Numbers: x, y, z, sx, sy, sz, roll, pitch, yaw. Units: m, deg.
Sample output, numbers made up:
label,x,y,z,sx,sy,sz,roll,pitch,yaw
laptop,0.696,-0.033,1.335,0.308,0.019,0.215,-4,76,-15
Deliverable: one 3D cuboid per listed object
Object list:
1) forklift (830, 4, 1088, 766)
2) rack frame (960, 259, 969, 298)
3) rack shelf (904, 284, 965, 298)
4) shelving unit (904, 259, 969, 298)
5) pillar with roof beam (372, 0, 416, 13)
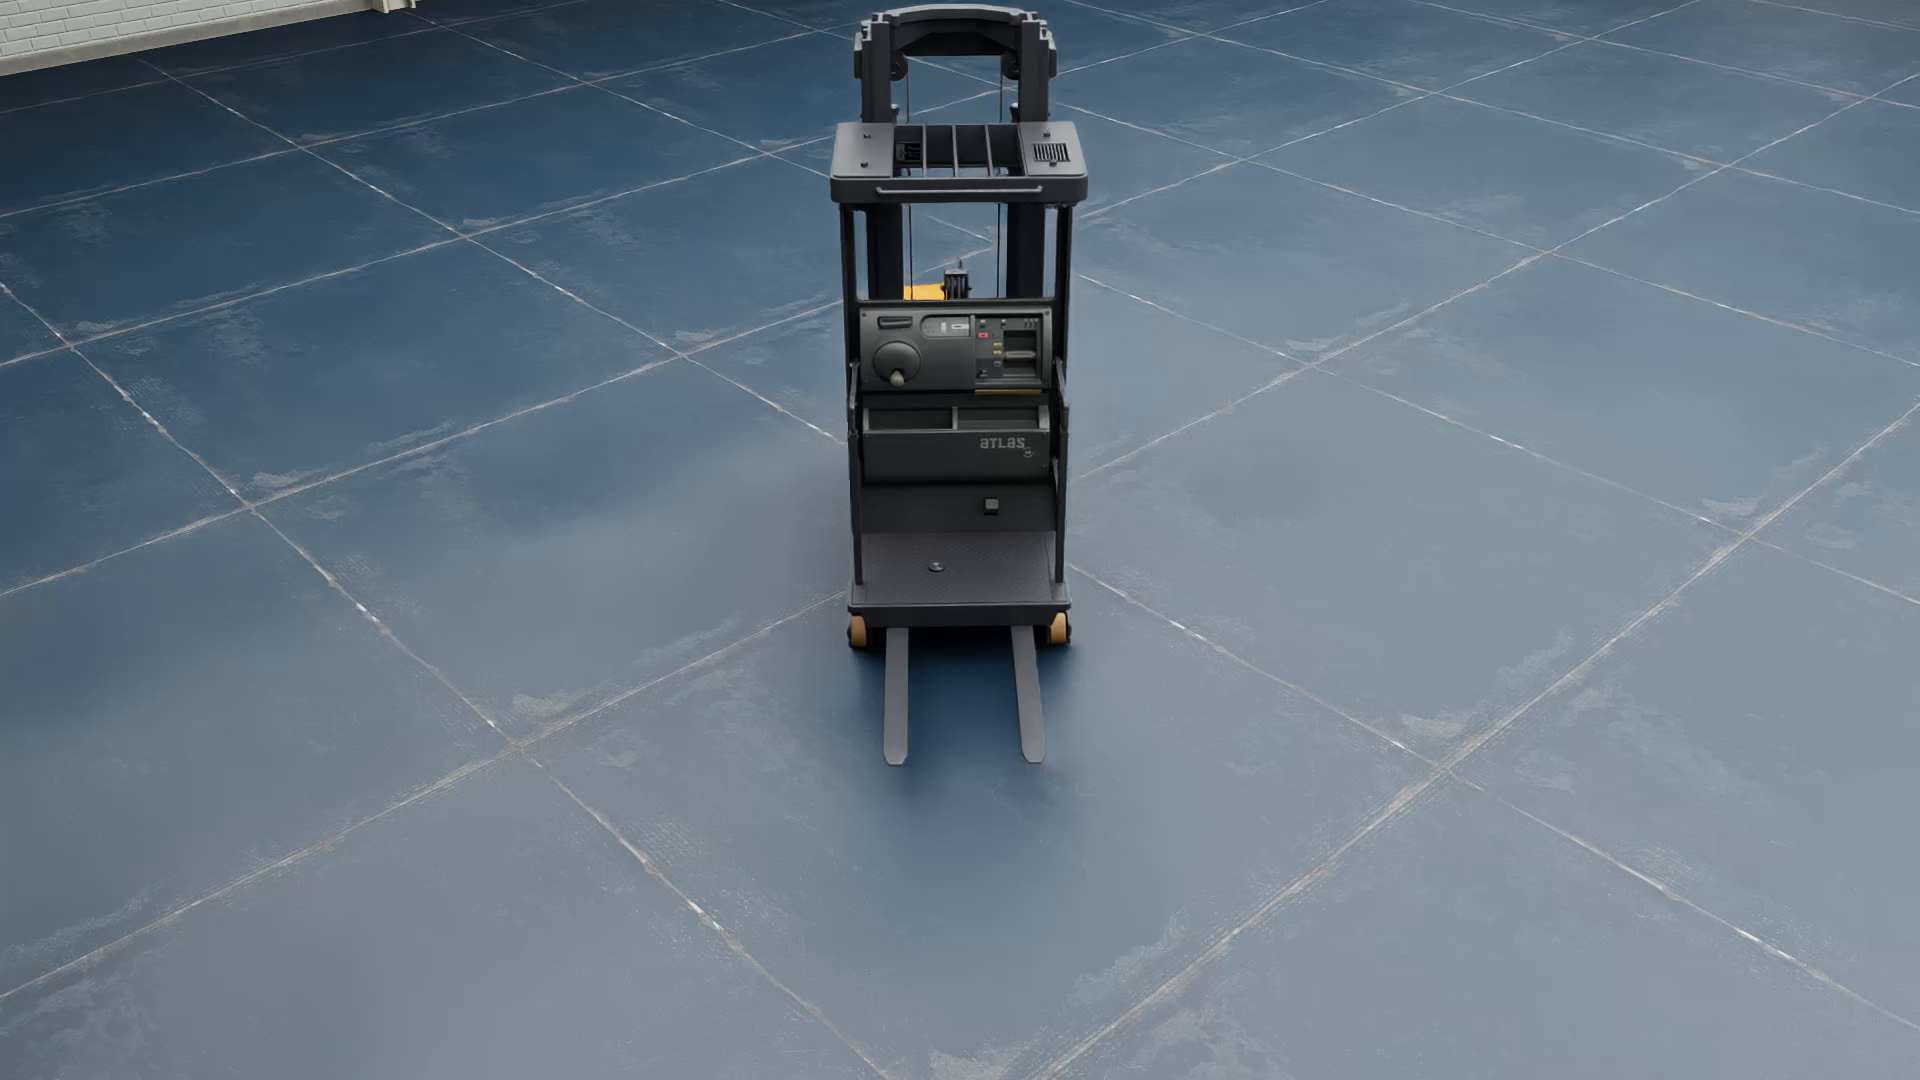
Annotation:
label,x,y,z,sx,sy,sz,roll,pitch,yaw
forklift,-0.012,-0.878,7.876,1.130,2.935,3.031,-1,31,-1
rack frame,0.025,-1.045,9.810,0.015,1.200,0.240,-5,32,-9
rack shelf,-0.215,-1.358,9.568,0.480,0.148,0.258,-5,32,-9
shelving unit,-0.215,-1.023,9.773,0.503,1.200,0.258,-5,32,-9
pillar with roof beam,-3.676,-8.404,14.368,0.400,9.000,9.100,-26,40,-35
